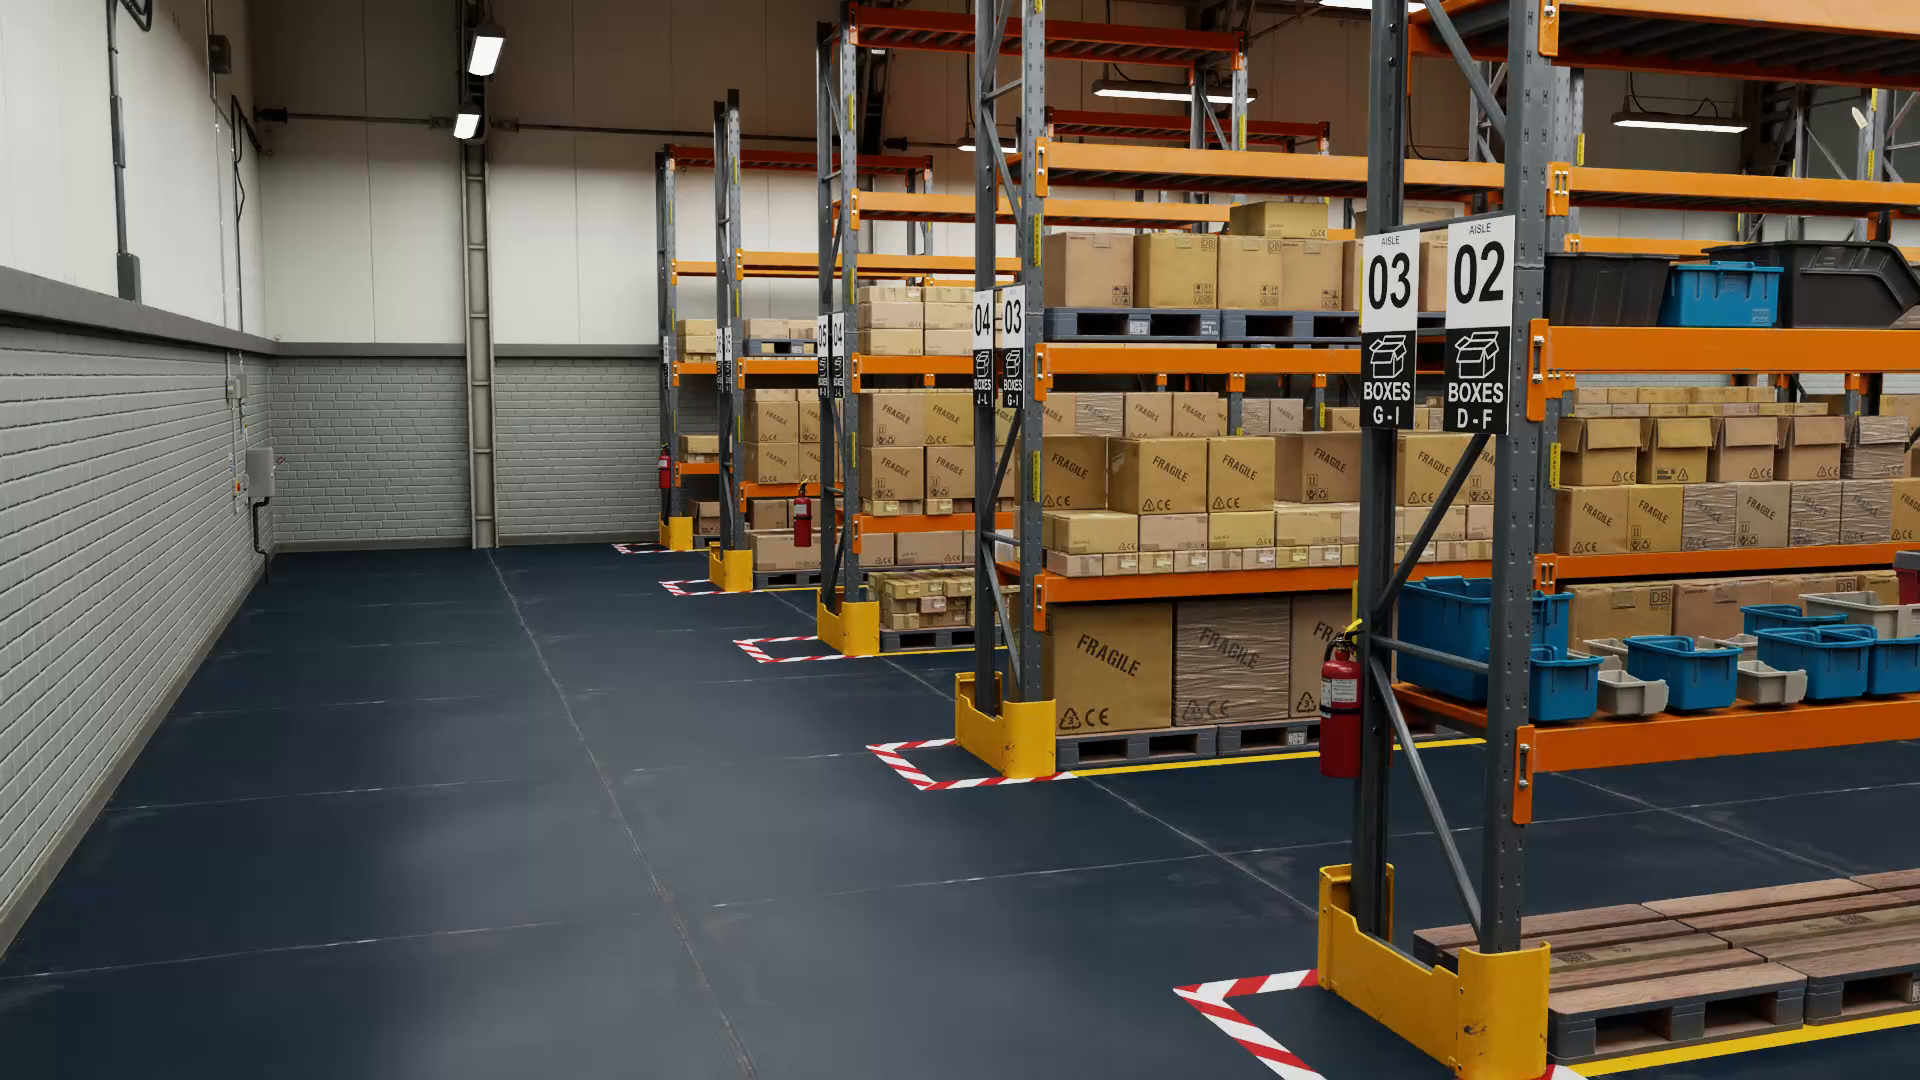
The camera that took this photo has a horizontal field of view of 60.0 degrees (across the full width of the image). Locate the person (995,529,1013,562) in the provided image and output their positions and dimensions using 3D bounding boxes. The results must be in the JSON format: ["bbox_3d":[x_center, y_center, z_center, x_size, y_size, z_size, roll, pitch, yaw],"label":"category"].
[{"bbox_3d":[0.687,0.249,19.583,0.956,0.915,0.537,-2,6,-21],"label":"person"}]
